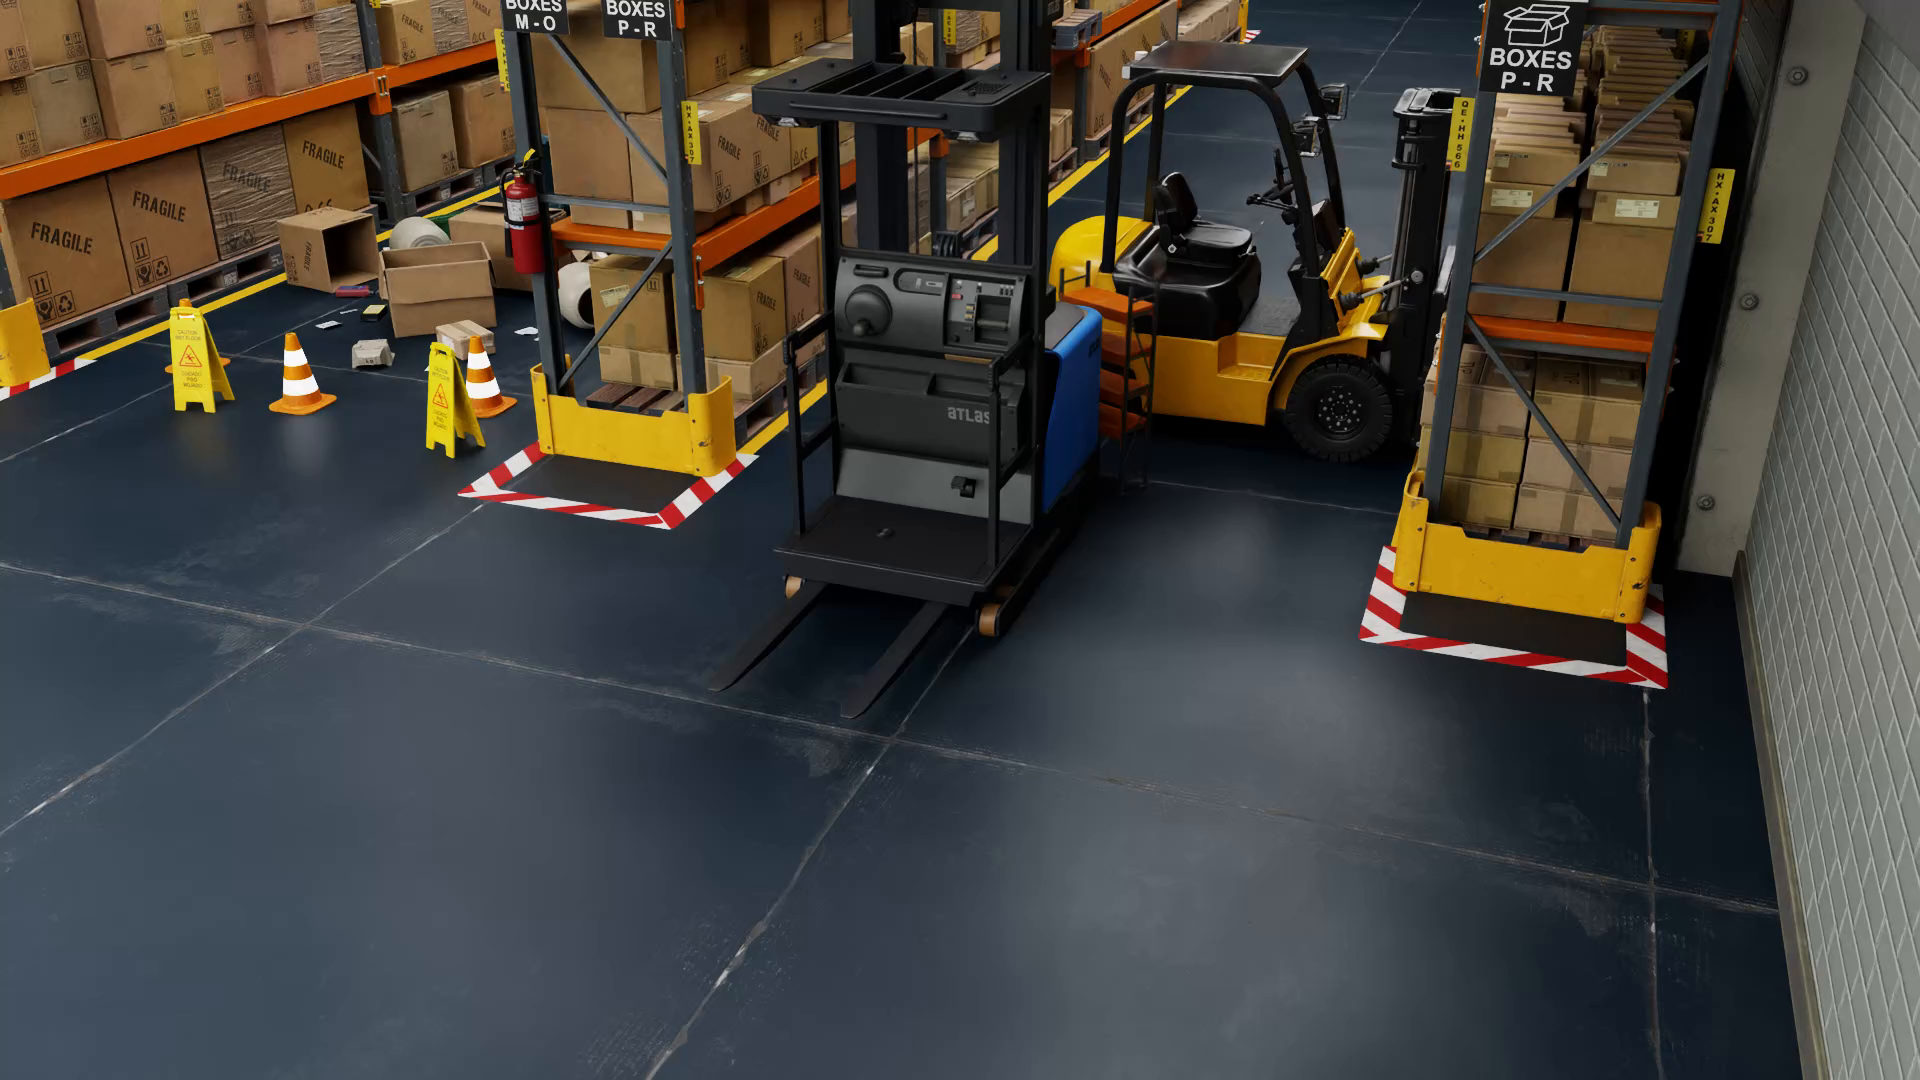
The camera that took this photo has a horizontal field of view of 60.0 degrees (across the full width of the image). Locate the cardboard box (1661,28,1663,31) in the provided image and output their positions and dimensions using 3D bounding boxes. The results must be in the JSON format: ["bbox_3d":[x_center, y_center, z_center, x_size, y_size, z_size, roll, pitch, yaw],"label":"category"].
[{"bbox_3d":[5.194,-3.912,12.986,0.500,0.250,0.500,9,27,17],"label":"cardboard box"}]

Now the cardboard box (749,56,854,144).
[{"bbox_3d":[-1.006,-2.792,10.618,0.500,0.500,0.500,8,27,16],"label":"cardboard box"}]

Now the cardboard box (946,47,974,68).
[{"bbox_3d":[-0.112,-3.727,12.811,0.380,0.149,0.250,9,27,18],"label":"cardboard box"}]

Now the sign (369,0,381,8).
[{"bbox_3d":[-4.771,-4.491,13.500,0.100,0.325,0.005,9,27,17],"label":"sign"}]

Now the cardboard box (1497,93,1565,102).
[{"bbox_3d":[3.008,-2.295,8.848,0.380,0.149,0.250,9,27,18],"label":"cardboard box"}]

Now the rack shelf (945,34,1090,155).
[{"bbox_3d":[0.072,-3.968,14.328,1.077,0.370,4.000,9,27,17],"label":"rack shelf"}]

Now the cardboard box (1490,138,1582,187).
[{"bbox_3d":[2.678,-1.756,7.734,0.380,0.149,0.250,9,27,18],"label":"cardboard box"}]

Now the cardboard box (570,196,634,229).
[{"bbox_3d":[-2.002,-1.897,9.515,0.380,0.149,0.250,10,27,19],"label":"cardboard box"}]

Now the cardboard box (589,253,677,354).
[{"bbox_3d":[-1.904,-1.482,10.181,0.500,0.500,0.500,9,27,18],"label":"cardboard box"}]

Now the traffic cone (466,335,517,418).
[{"bbox_3d":[-2.998,-1.048,10.383,0.336,0.463,0.334,9,27,17],"label":"traffic cone"}]

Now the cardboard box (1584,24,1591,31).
[{"bbox_3d":[4.621,-3.991,12.691,0.380,0.149,0.250,9,27,17],"label":"cardboard box"}]

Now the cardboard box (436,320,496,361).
[{"bbox_3d":[-3.393,-1.374,11.417,0.250,0.149,0.380,-20,33,-36],"label":"cardboard box"}]

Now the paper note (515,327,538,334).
[{"bbox_3d":[-3.063,-1.489,11.803,0.148,0.019,0.142,20,32,35],"label":"paper note"}]

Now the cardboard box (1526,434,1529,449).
[{"bbox_3d":[3.266,-0.655,8.760,0.500,0.250,0.500,8,27,17],"label":"cardboard box"}]

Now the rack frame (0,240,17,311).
[{"bbox_3d":[-6.626,-2.502,10.475,1.000,3.000,0.127,9,27,17],"label":"rack frame"}]

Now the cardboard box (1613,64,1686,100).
[{"bbox_3d":[3.940,-2.624,9.526,0.380,0.149,0.250,8,27,17],"label":"cardboard box"}]

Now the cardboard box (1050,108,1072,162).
[{"bbox_3d":[0.540,-3.889,15.873,0.950,0.372,0.625,7,27,14],"label":"cardboard box"}]

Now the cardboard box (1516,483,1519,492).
[{"bbox_3d":[2.790,-0.501,9.015,0.500,0.250,0.500,9,27,17],"label":"cardboard box"}]

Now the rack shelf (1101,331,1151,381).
[{"bbox_3d":[0.801,-1.034,9.145,0.480,0.148,0.258,23,34,39],"label":"rack shelf"}]

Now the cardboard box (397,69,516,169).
[{"bbox_3d":[-4.849,-3.986,15.641,1.050,0.750,0.750,9,27,17],"label":"cardboard box"}]

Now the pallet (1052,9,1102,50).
[{"bbox_3d":[0.601,-4.719,15.274,1.213,0.211,1.003,9,27,17],"label":"pallet"}]

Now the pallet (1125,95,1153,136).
[{"bbox_3d":[1.479,-4.671,18.155,1.003,0.211,1.213,9,27,17],"label":"pallet"}]

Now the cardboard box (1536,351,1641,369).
[{"bbox_3d":[3.259,-0.885,8.661,0.500,0.250,0.500,9,27,18],"label":"cardboard box"}]

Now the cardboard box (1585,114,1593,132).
[{"bbox_3d":[3.864,-2.157,9.649,0.500,0.500,0.500,8,27,16],"label":"cardboard box"}]

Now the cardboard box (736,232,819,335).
[{"bbox_3d":[-1.218,-1.631,10.490,0.500,0.500,0.500,8,27,16],"label":"cardboard box"}]

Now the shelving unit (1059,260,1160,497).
[{"bbox_3d":[0.800,-0.893,9.212,0.503,1.200,0.258,23,34,39],"label":"shelving unit"}]

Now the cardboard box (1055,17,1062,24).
[{"bbox_3d":[0.697,-4.687,14.795,0.380,0.149,0.250,7,27,15],"label":"cardboard box"}]

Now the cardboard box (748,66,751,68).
[{"bbox_3d":[-1.476,-2.883,10.807,0.500,0.500,0.500,9,27,18],"label":"cardboard box"}]

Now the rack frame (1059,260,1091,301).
[{"bbox_3d":[0.627,-0.968,9.367,0.015,1.200,0.240,23,34,39],"label":"rack frame"}]

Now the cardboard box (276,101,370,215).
[{"bbox_3d":[-5.570,-3.130,13.729,0.875,0.875,0.875,9,27,18],"label":"cardboard box"}]

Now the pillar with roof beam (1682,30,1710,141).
[{"bbox_3d":[1.776,-7.053,12.991,9.100,9.000,0.400,9,27,17],"label":"pillar with roof beam"}]

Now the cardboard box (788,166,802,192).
[{"bbox_3d":[-1.199,-2.234,10.210,0.380,0.149,0.250,9,27,19],"label":"cardboard box"}]

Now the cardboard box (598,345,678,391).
[{"bbox_3d":[-1.901,-1.158,10.373,0.500,0.250,0.500,9,27,17],"label":"cardboard box"}]

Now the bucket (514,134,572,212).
[{"bbox_3d":[-3.166,-2.966,13.447,0.726,0.611,0.620,20,22,35],"label":"bucket"}]

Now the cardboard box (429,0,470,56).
[{"bbox_3d":[-4.699,-4.575,14.643,0.500,0.500,0.500,9,27,18],"label":"cardboard box"}]

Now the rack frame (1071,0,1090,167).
[{"bbox_3d":[0.738,-5.113,15.869,1.000,3.000,0.127,9,27,17],"label":"rack frame"}]

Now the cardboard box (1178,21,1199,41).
[{"bbox_3d":[2.379,-6.035,20.231,0.875,0.438,0.875,8,27,17],"label":"cardboard box"}]

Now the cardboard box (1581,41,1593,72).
[{"bbox_3d":[3.718,-3.011,10.326,0.380,0.149,0.250,9,27,18],"label":"cardboard box"}]

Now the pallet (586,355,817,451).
[{"bbox_3d":[-1.596,-0.931,10.430,1.003,0.211,1.213,9,27,17],"label":"pallet"}]

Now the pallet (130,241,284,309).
[{"bbox_3d":[-6.026,-2.086,12.817,1.003,0.211,1.213,9,27,17],"label":"pallet"}]

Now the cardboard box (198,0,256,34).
[{"bbox_3d":[-5.833,-4.108,12.381,0.875,0.550,0.550,9,27,17],"label":"cardboard box"}]

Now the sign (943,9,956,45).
[{"bbox_3d":[-0.079,-3.784,12.129,0.100,0.325,0.005,9,27,17],"label":"sign"}]

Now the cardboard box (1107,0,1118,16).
[{"bbox_3d":[1.292,-5.424,16.682,0.500,0.250,0.500,8,27,16],"label":"cardboard box"}]

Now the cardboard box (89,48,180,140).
[{"bbox_3d":[-6.078,-3.170,11.682,0.875,0.550,0.550,9,27,17],"label":"cardboard box"}]

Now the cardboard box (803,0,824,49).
[{"bbox_3d":[-1.327,-3.540,11.016,0.700,0.500,0.500,8,27,16],"label":"cardboard box"}]

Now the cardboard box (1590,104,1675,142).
[{"bbox_3d":[3.425,-2.110,8.465,0.380,0.149,0.250,10,27,19],"label":"cardboard box"}]

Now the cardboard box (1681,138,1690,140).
[{"bbox_3d":[3.610,-2.064,8.712,0.380,0.149,0.250,10,27,19],"label":"cardboard box"}]

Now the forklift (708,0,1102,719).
[{"bbox_3d":[-0.217,-1.064,7.585,1.130,2.935,3.031,9,27,18],"label":"forklift"}]

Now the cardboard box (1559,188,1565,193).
[{"bbox_3d":[2.810,-1.835,8.238,0.380,0.149,0.250,9,27,18],"label":"cardboard box"}]

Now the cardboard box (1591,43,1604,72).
[{"bbox_3d":[4.408,-3.201,11.061,0.380,0.149,0.250,8,27,16],"label":"cardboard box"}]

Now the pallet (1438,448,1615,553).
[{"bbox_3d":[2.973,-0.173,8.864,1.003,0.211,1.213,9,27,17],"label":"pallet"}]

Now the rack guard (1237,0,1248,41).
[{"bbox_3d":[3.408,-7.286,23.224,1.175,0.500,0.348,9,27,17],"label":"rack guard"}]
